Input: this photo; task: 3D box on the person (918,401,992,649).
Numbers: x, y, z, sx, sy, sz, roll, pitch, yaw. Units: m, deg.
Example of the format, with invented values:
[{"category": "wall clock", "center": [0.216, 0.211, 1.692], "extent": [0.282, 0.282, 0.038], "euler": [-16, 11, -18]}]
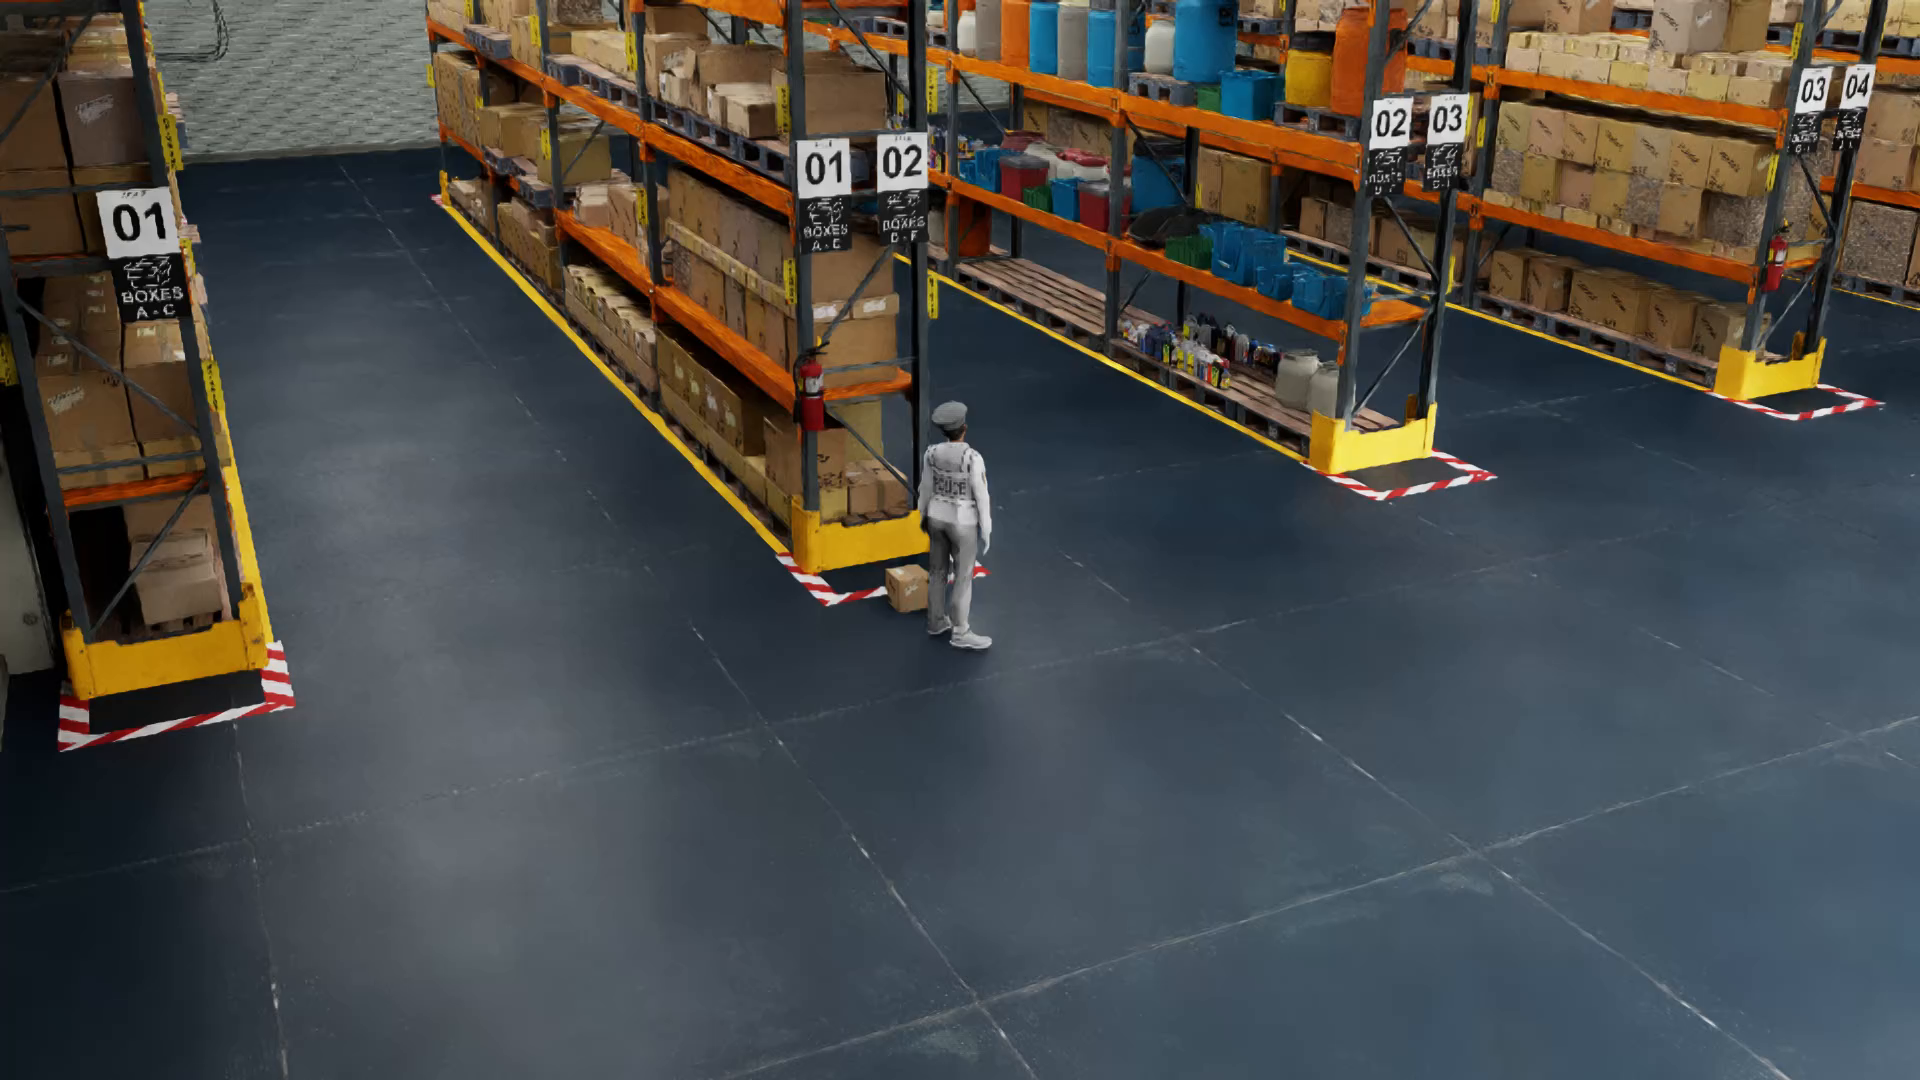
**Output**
[{"category": "person", "center": [-0.029, -0.107, 11.188], "extent": [0.581, 1.679, 0.359], "euler": [13, 26, 29]}]
